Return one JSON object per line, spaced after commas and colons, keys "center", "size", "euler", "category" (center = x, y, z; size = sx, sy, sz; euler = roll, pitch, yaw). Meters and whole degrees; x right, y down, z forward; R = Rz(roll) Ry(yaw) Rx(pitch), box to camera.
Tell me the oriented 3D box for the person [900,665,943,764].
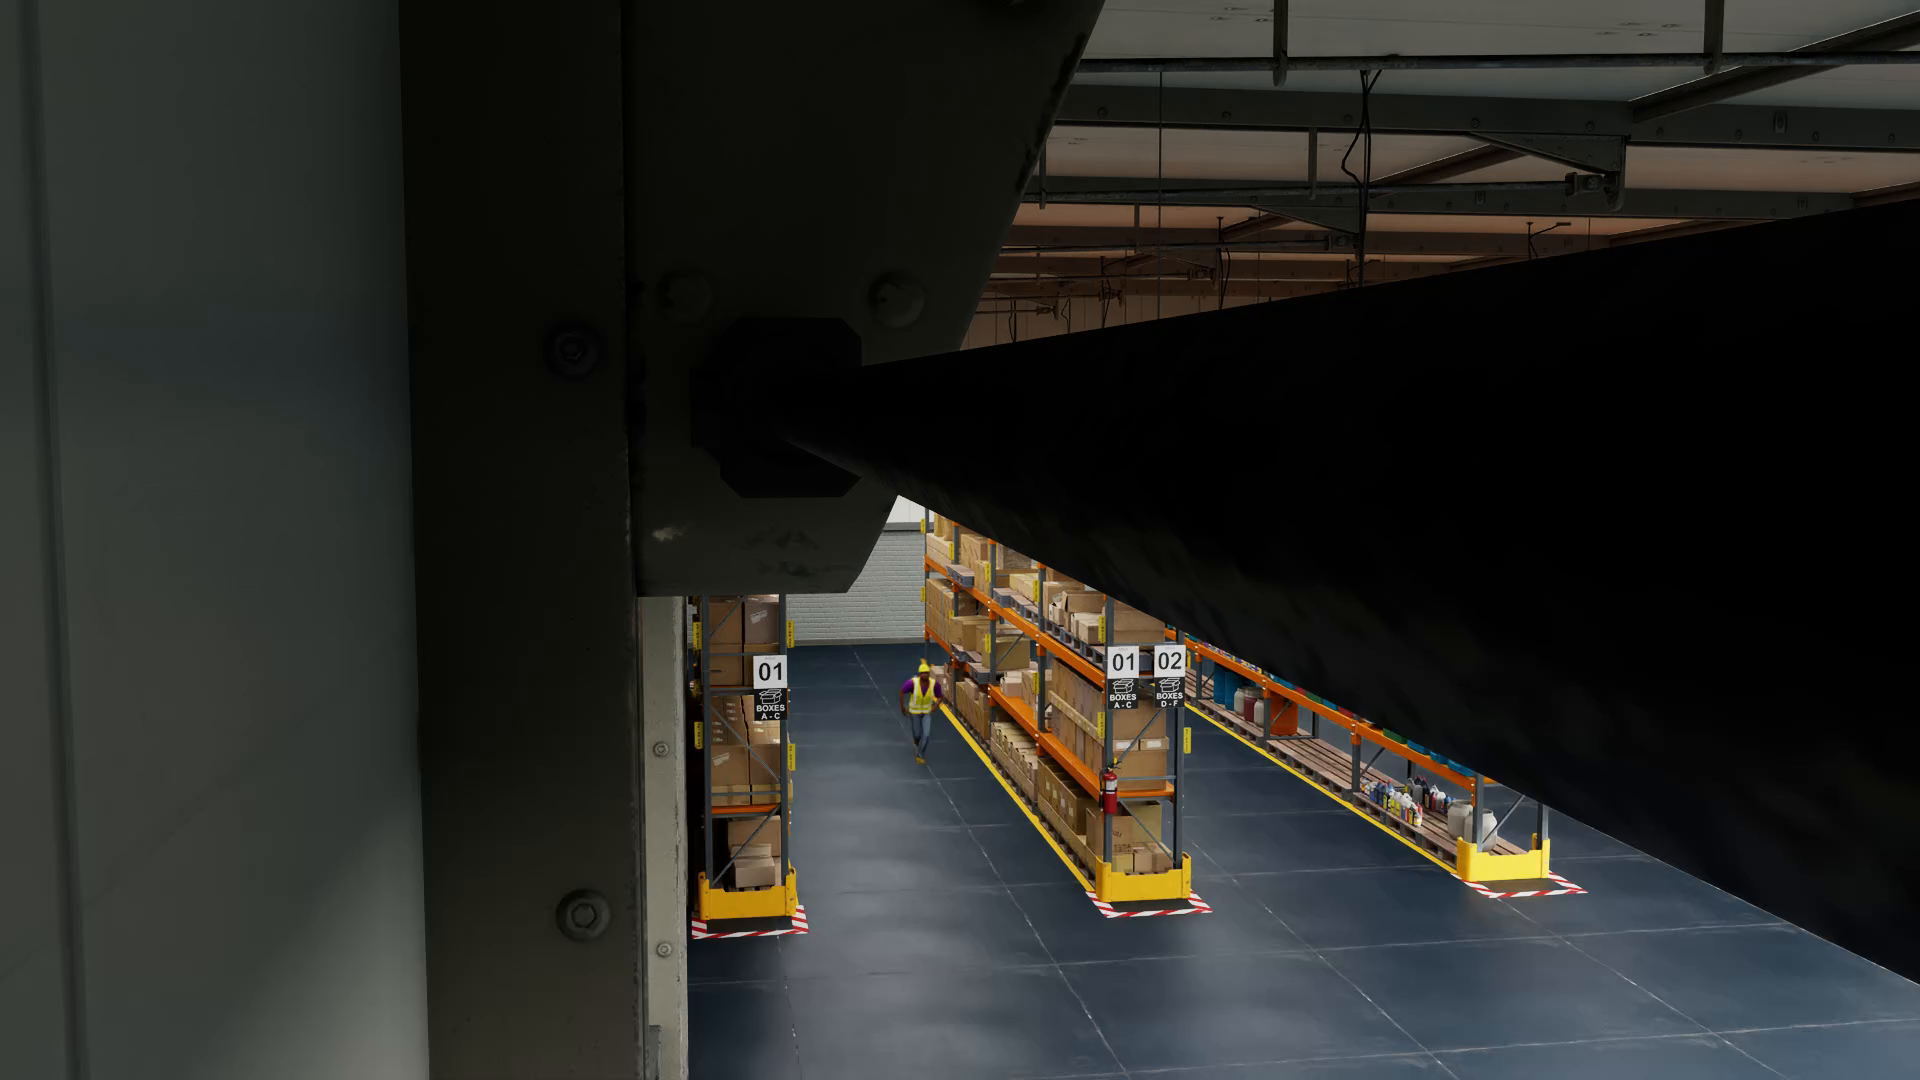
{"center": [-0.668, 2.976, 28.652], "size": [0.740, 1.718, 0.700], "euler": [-1, 5, -8], "category": "person"}
